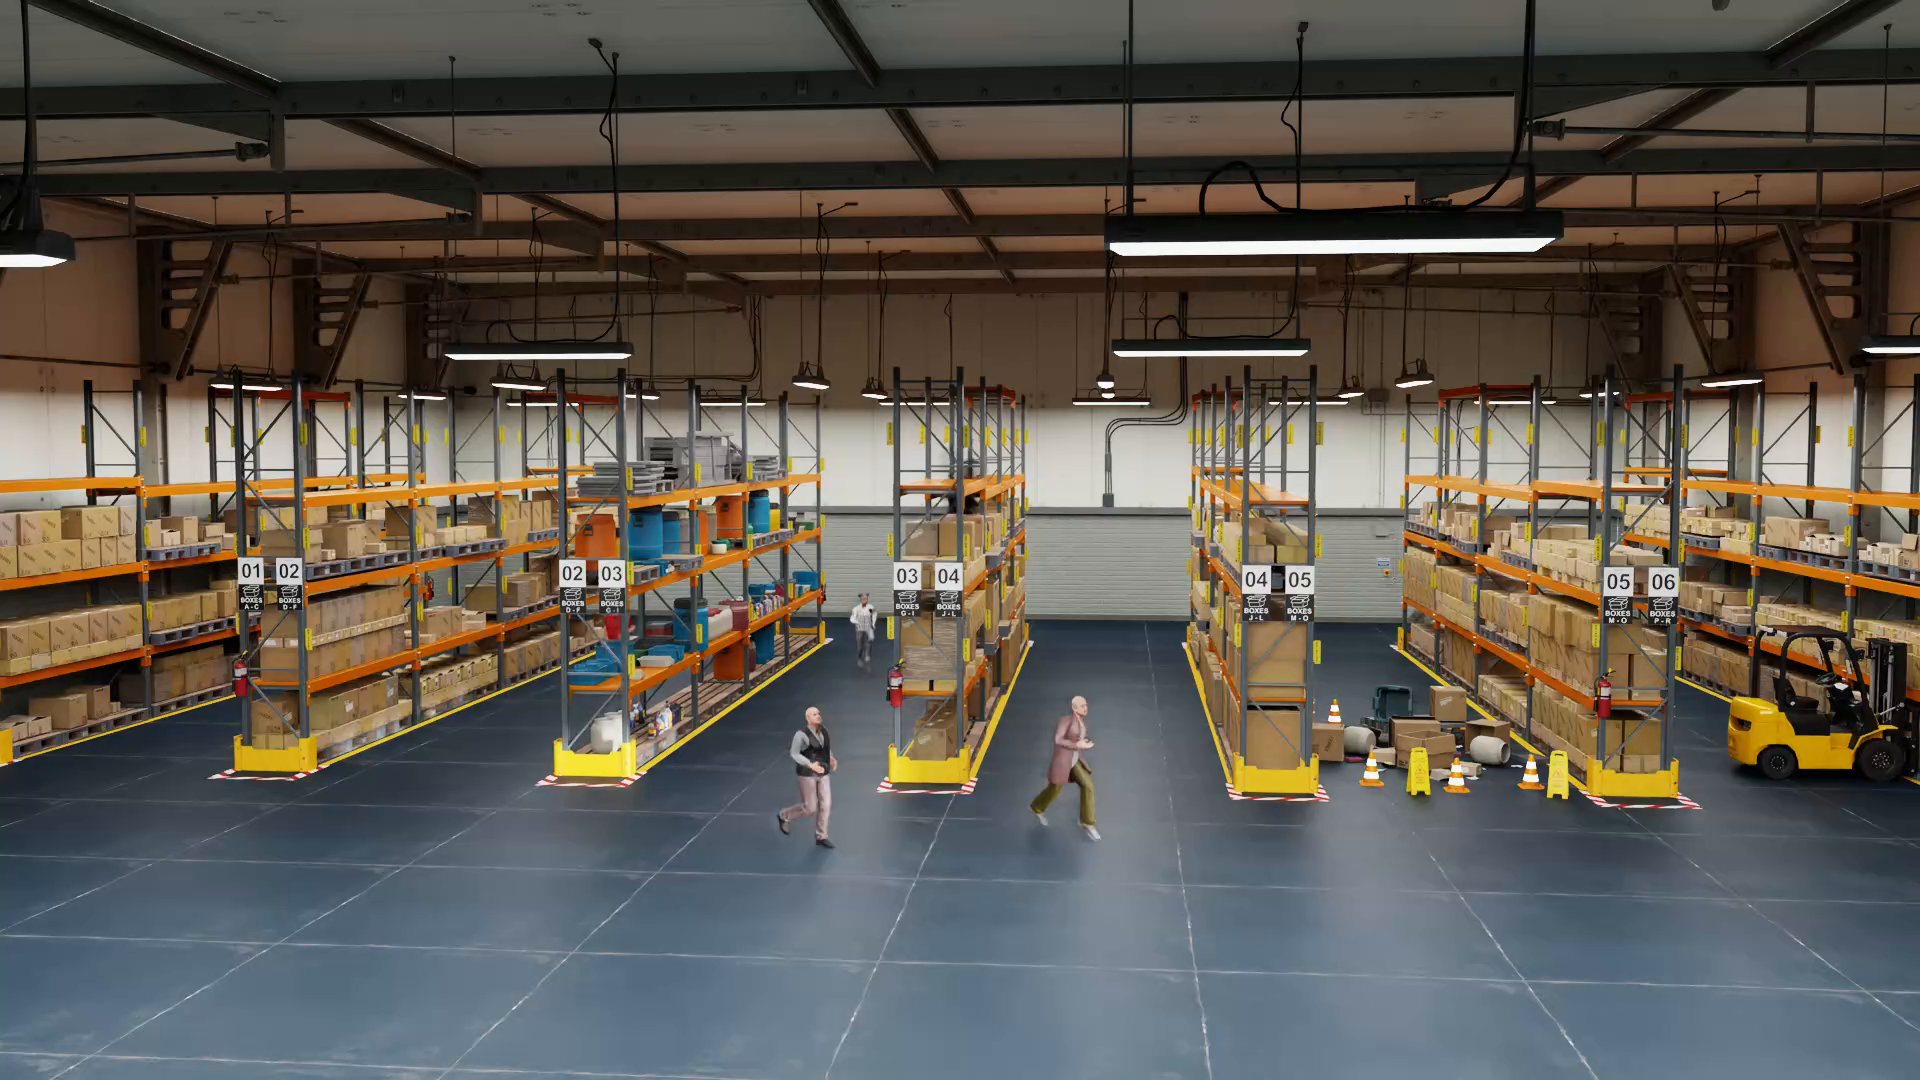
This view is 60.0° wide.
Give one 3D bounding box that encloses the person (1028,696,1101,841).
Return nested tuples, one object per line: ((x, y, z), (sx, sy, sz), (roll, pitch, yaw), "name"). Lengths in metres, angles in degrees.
((1.299, 2.833, 20.903), (1.120, 1.796, 0.705), (4, 5, 45), "person")

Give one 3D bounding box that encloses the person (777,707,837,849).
((-1.833, 2.896, 20.408), (0.819, 1.719, 0.669), (3, 5, 40), "person")

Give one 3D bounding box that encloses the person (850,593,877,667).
((-2.049, 1.925, 35.443), (0.584, 1.643, 0.927), (0, 4, -7), "person")

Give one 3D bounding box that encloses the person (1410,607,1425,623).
((11.162, 1.633, 40.341), (0.632, 1.742, 0.726), (2, 4, 33), "person")

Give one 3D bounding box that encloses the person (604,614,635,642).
((-6.749, 2.109, 32.989), (0.675, 1.788, 0.793), (1, 4, 8), "person")
